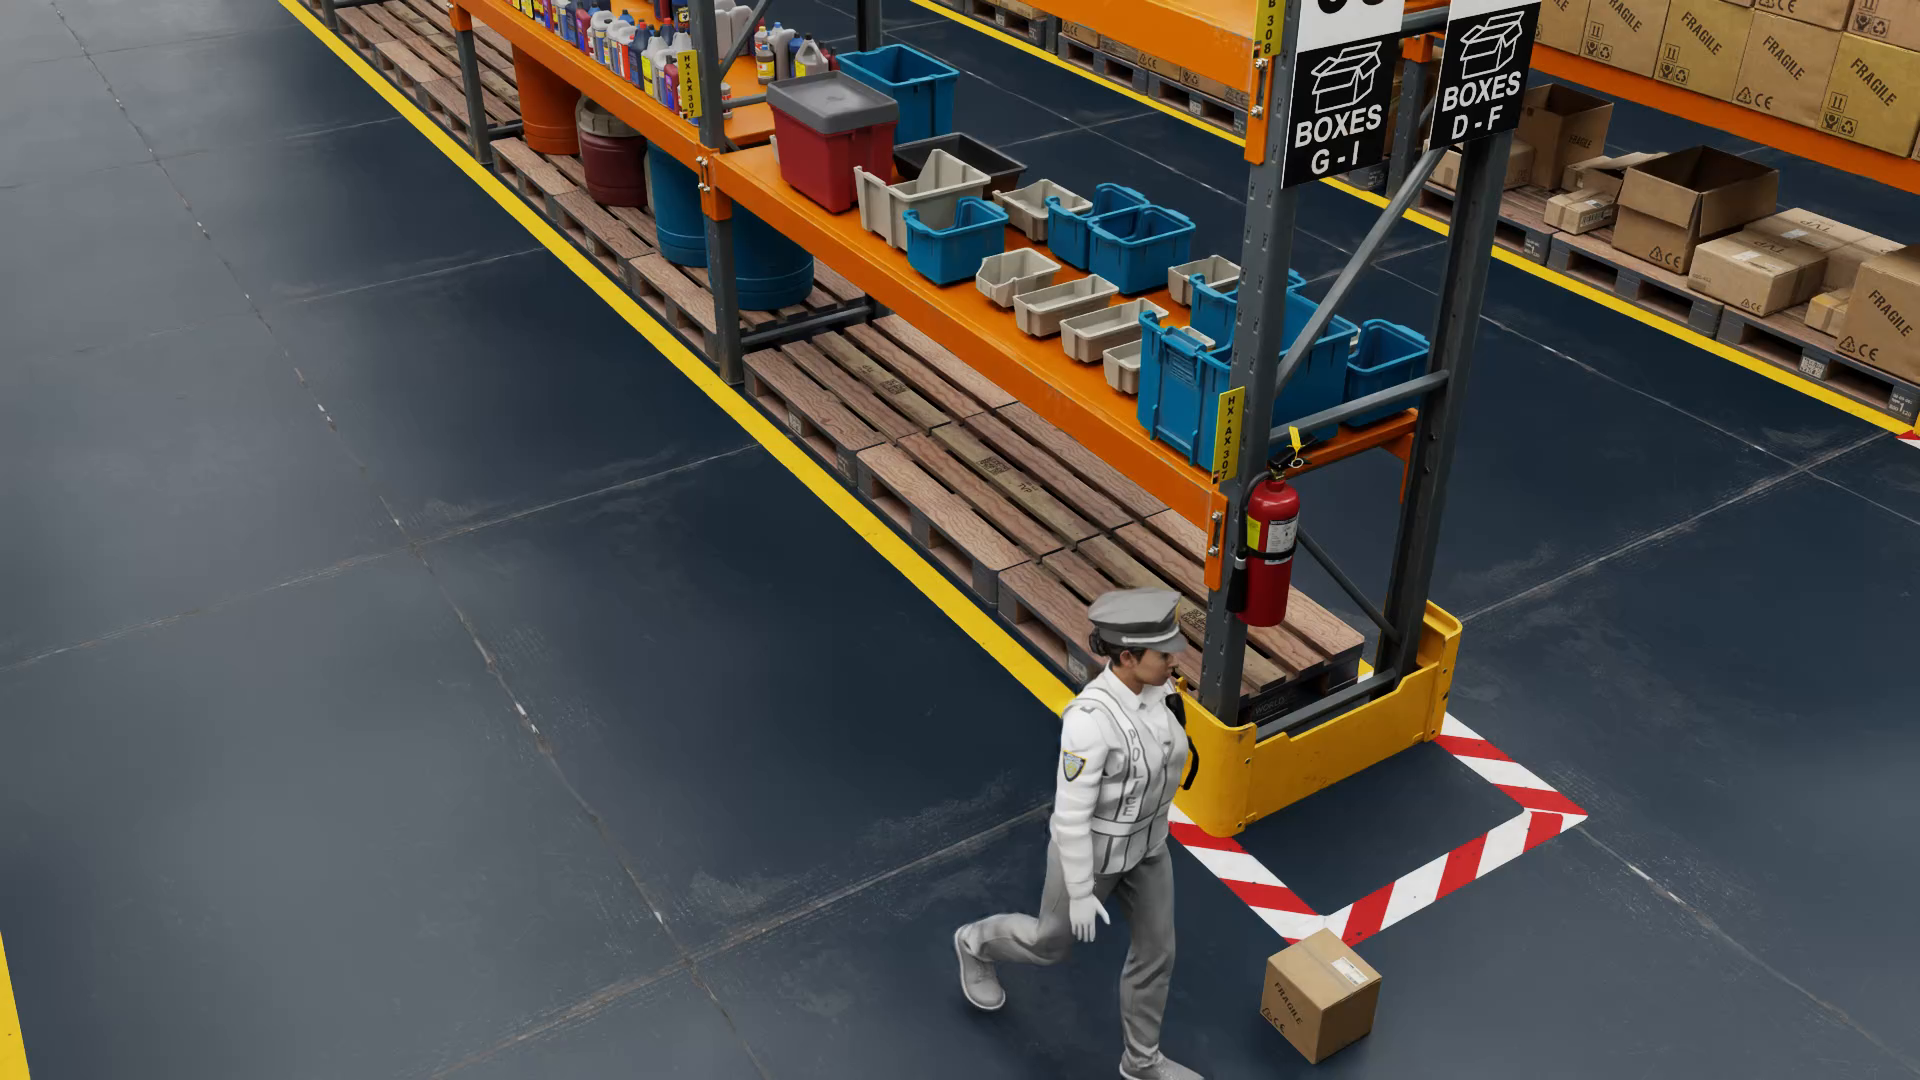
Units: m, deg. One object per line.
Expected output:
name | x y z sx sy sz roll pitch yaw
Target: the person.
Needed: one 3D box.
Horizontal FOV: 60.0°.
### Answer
person | 0.390 0.856 4.797 0.907 1.639 0.545 25 40 33
